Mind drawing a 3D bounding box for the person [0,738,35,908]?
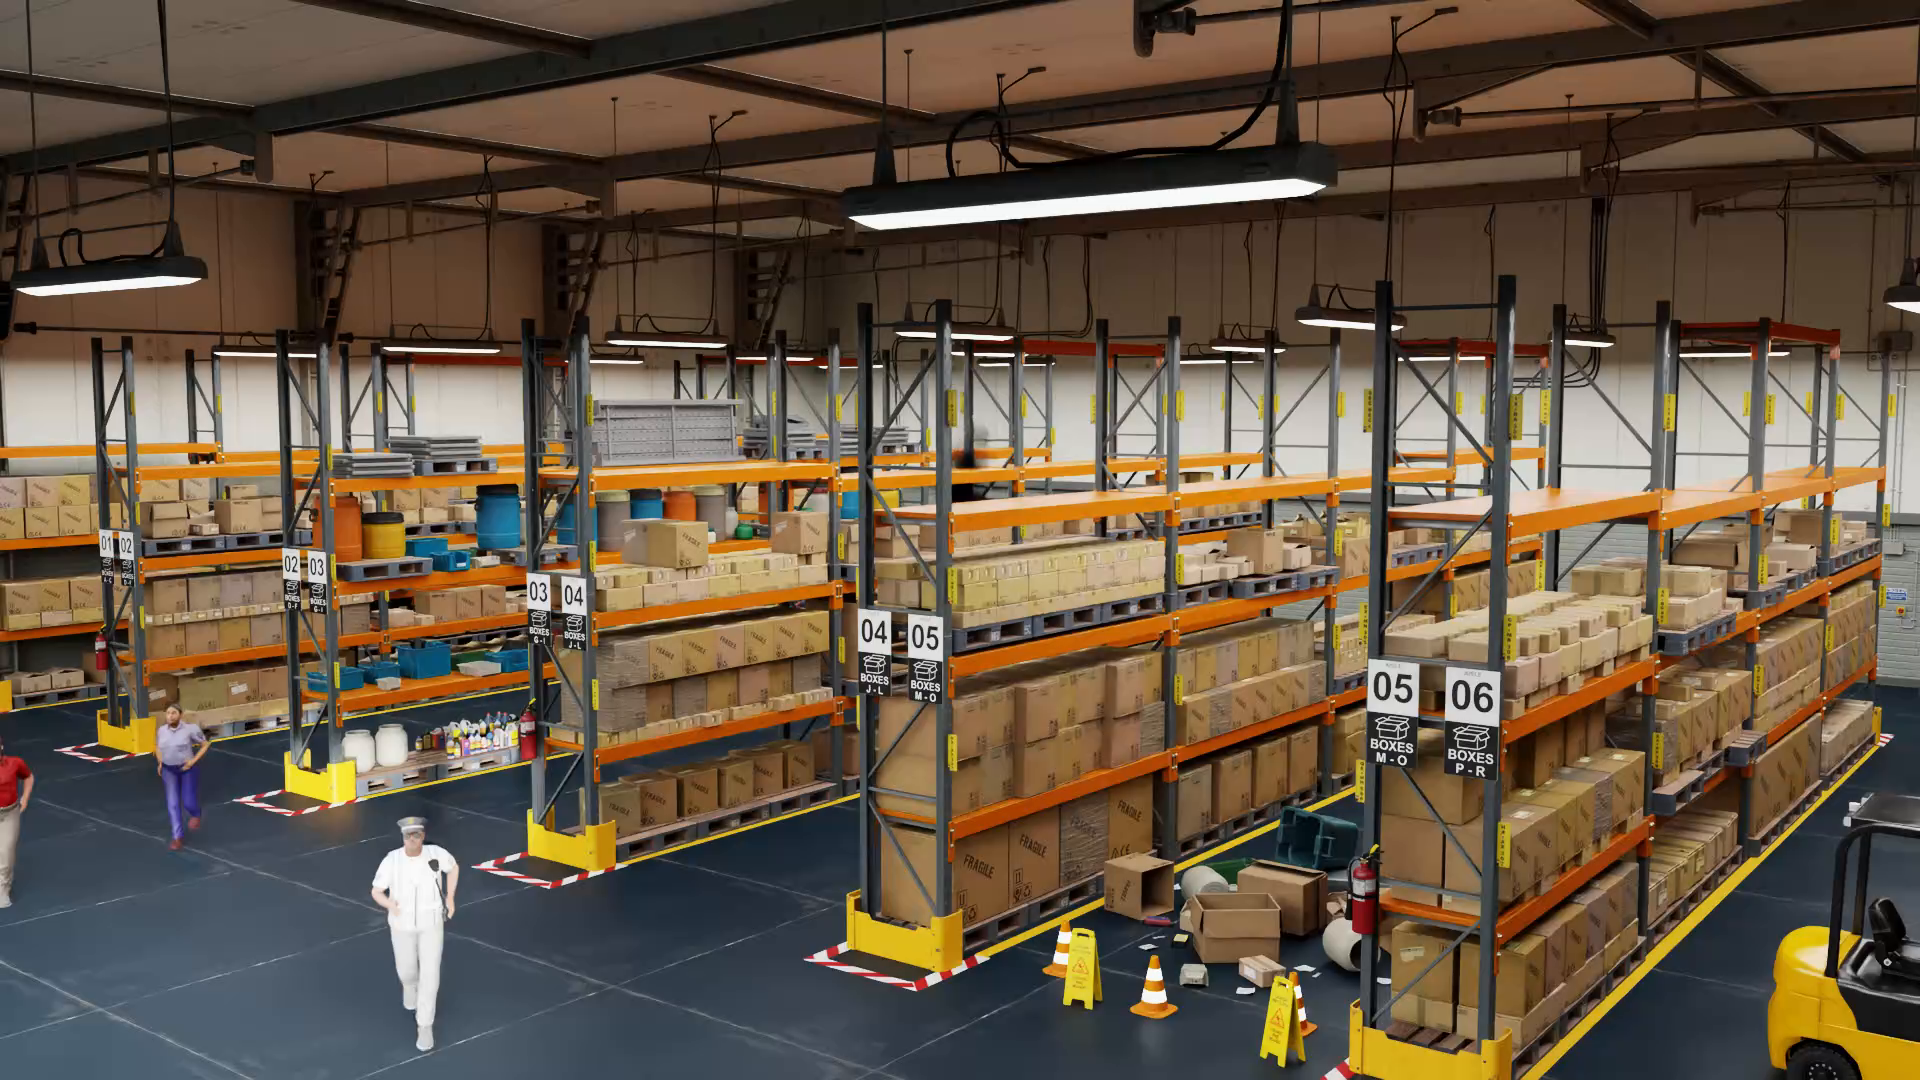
[{"bbox_3d":[-9.875,2.842,17.084,0.670,1.716,0.844,-3,6,-28],"label":"person"}]

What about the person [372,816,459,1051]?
[{"bbox_3d":[-4.411,3.110,13.503,0.674,1.794,0.980,-1,5,-16],"label":"person"}]

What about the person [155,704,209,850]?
[{"bbox_3d":[-8.948,2.675,19.132,0.603,1.635,0.822,-1,5,-9],"label":"person"}]
